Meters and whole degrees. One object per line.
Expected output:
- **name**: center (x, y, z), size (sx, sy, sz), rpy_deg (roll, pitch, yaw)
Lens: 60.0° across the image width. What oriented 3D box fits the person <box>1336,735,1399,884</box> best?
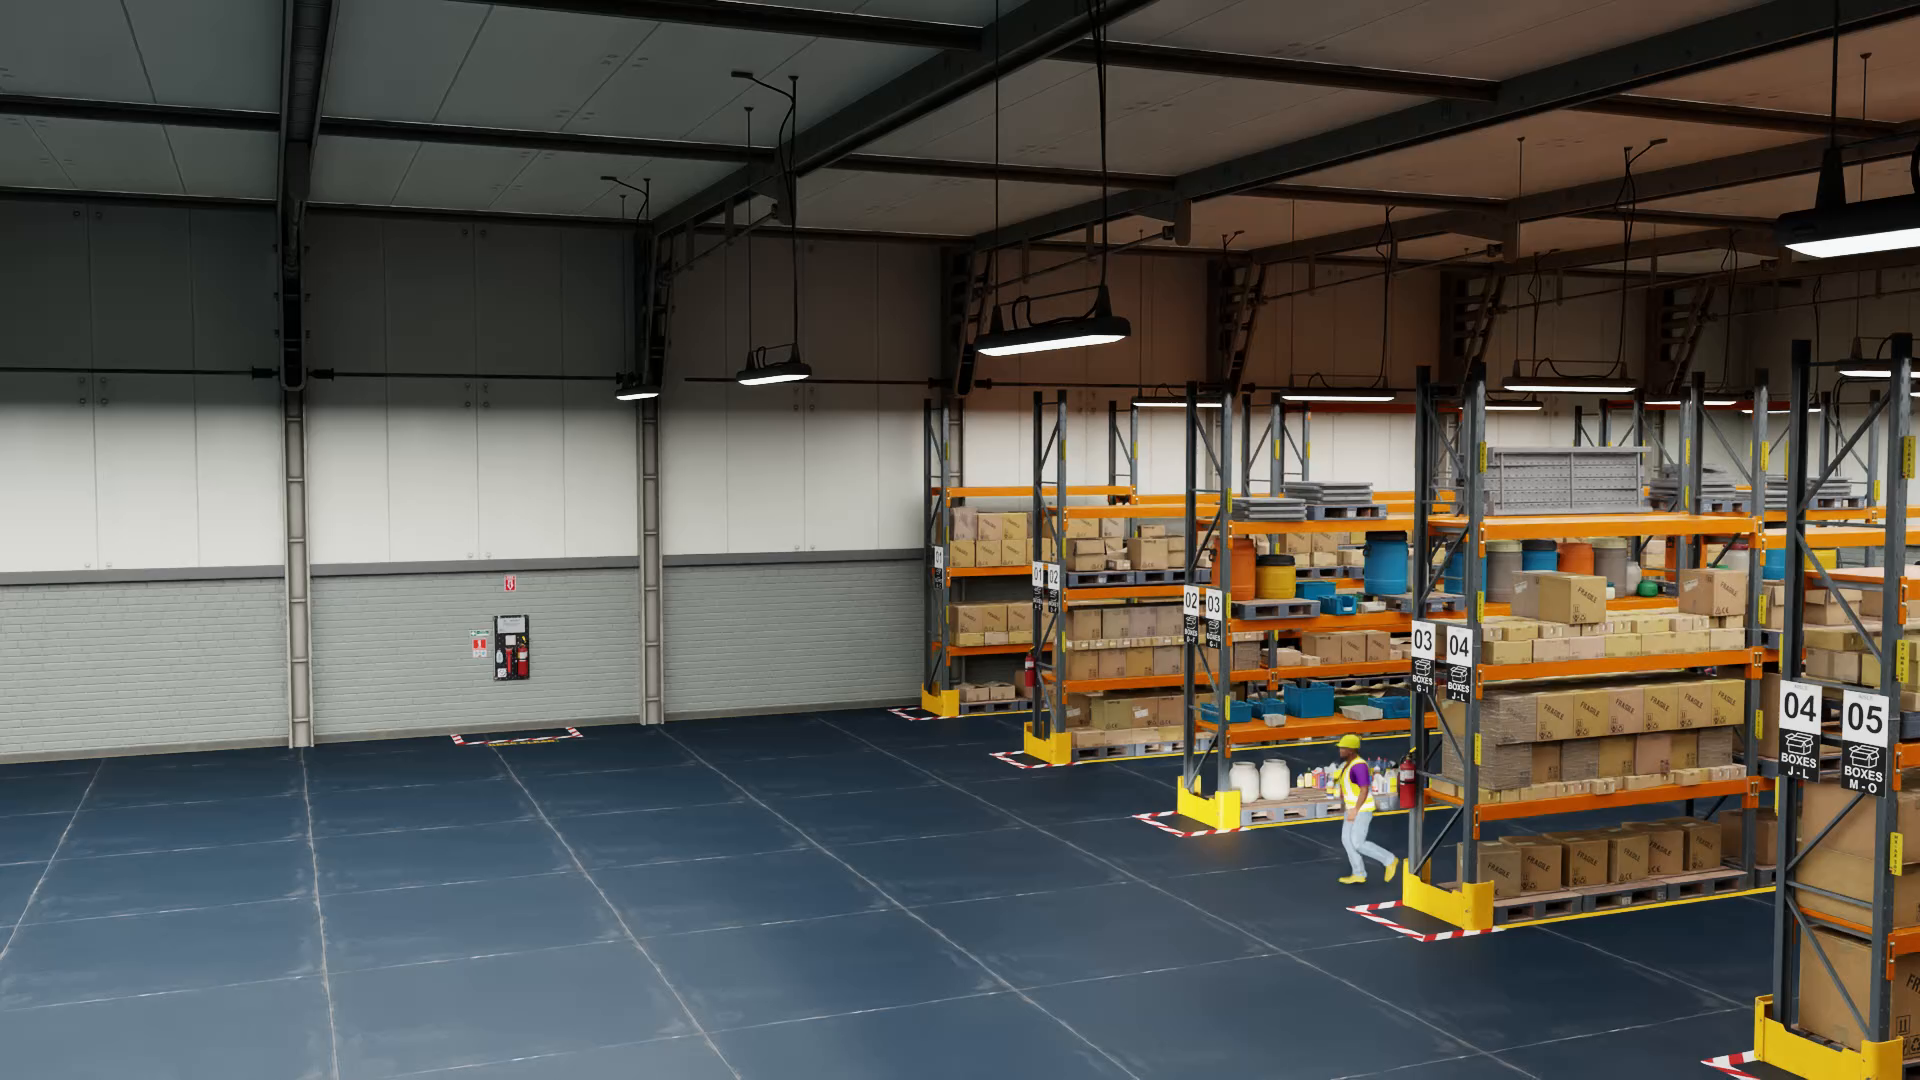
- **person**: center (4.765, 3.154, 19.495), size (0.711, 1.731, 0.626), rpy_deg (0, 3, -3)
